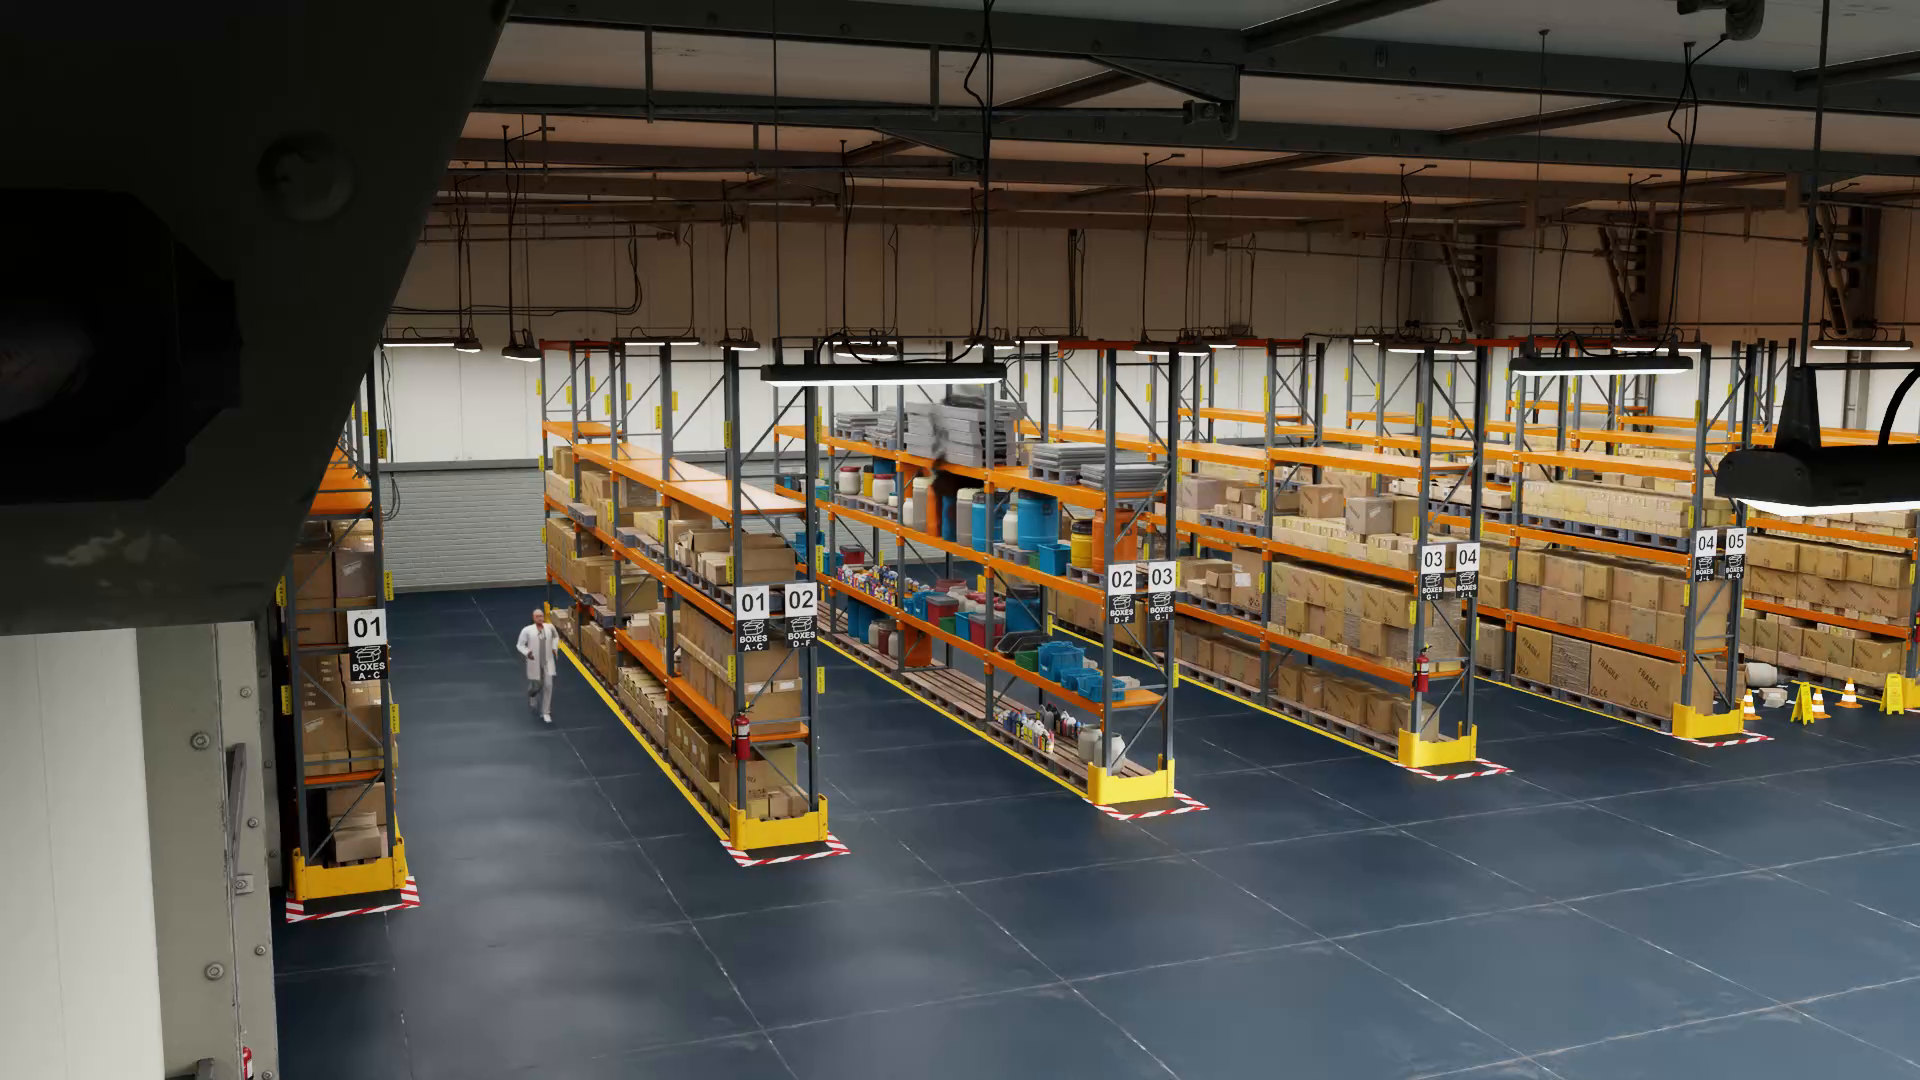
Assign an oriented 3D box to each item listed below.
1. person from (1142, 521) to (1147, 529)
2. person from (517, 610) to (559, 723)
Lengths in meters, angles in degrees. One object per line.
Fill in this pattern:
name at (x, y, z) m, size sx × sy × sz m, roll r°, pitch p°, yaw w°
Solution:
person at (4.577, 0.215, 41.279) m, size 0.483 × 1.541 × 0.595 m, roll -3°, pitch 8°, yaw -25°
person at (-6.765, 1.994, 26.789) m, size 0.710 × 1.773 × 0.944 m, roll -4°, pitch 8°, yaw -27°
